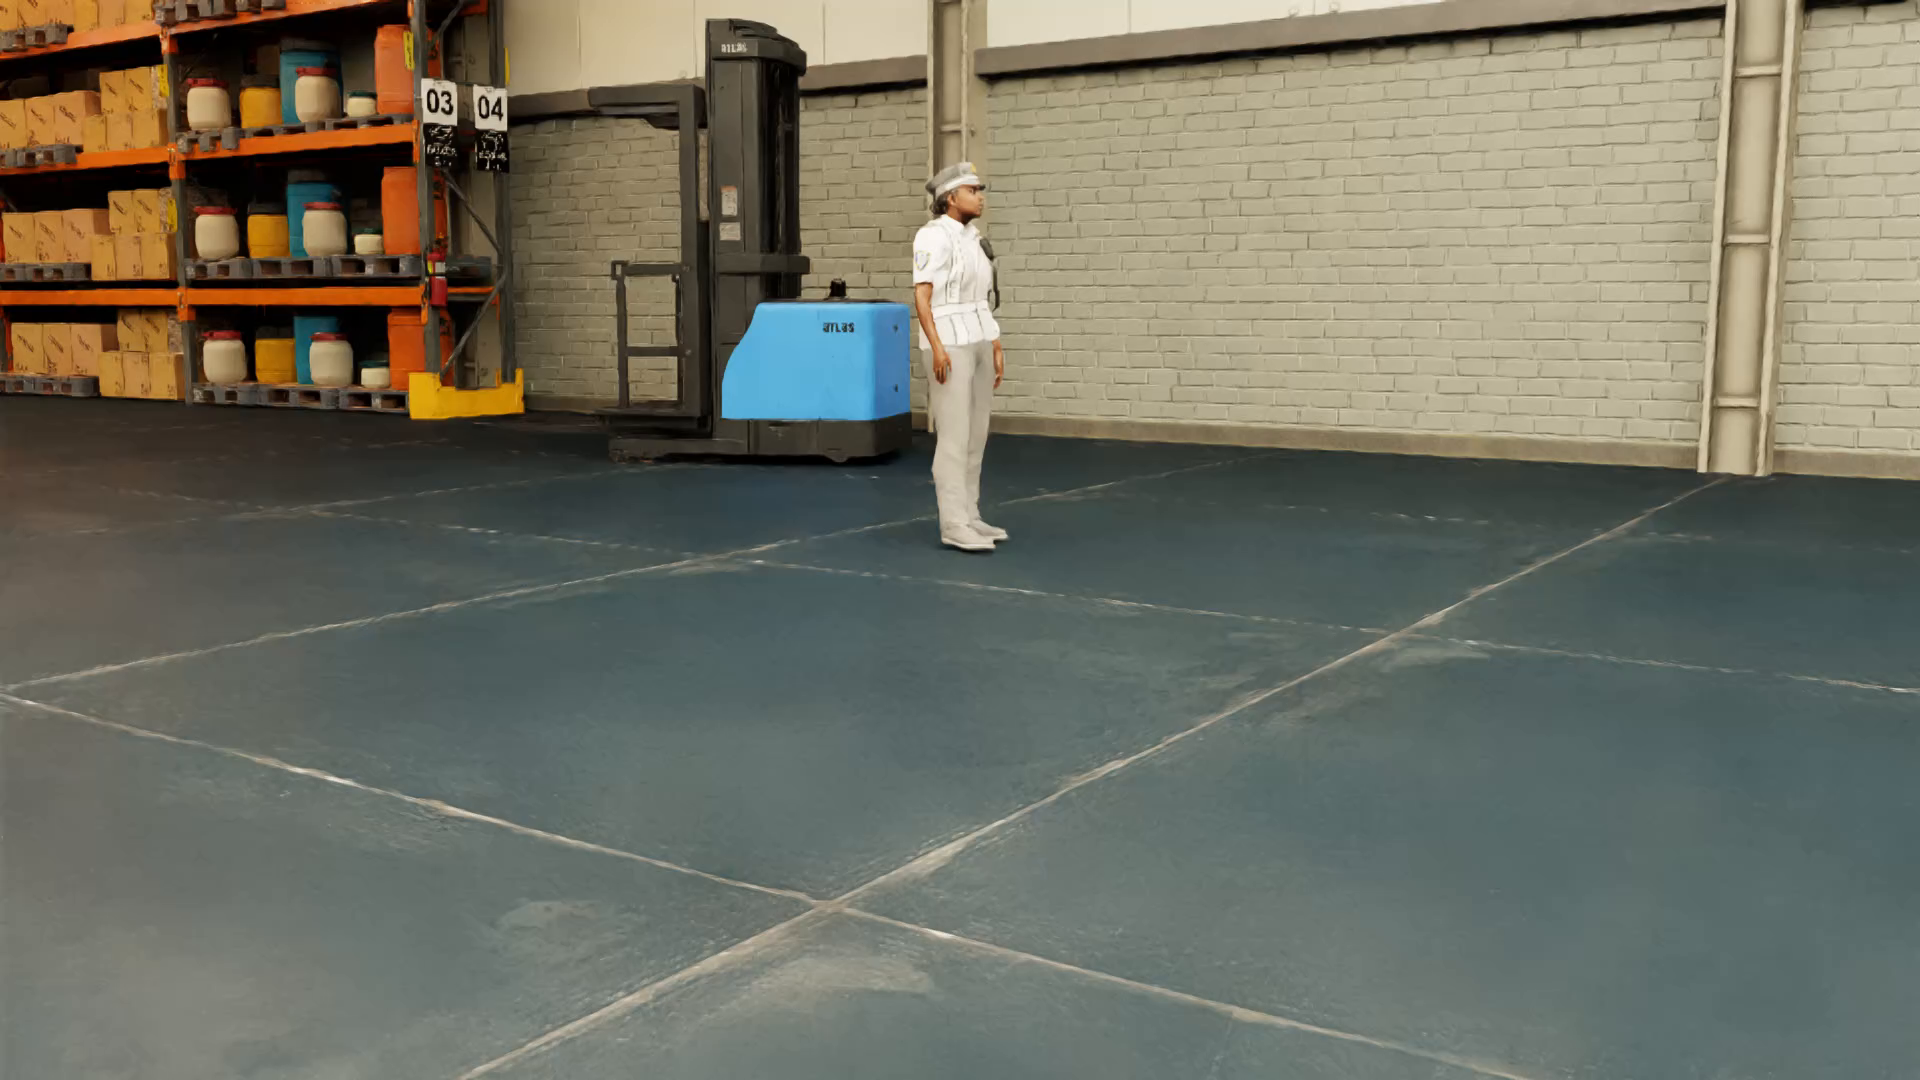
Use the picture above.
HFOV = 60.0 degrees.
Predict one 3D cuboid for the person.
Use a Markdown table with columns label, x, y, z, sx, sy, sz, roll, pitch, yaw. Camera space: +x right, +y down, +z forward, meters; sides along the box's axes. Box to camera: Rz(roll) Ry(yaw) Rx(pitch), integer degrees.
| label | x | y | z | sx | sy | sz | roll | pitch | yaw |
| --- | --- | --- | --- | --- | --- | --- | --- | --- | --- |
| person | 0.051 | -0.837 | 7.426 | 0.529 | 1.693 | 0.570 | 5 | 10 | 34 |

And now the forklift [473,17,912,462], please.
| label | x | y | z | sx | sy | sz | roll | pitch | yaw |
| --- | --- | --- | --- | --- | --- | --- | --- | --- | --- |
| forklift | -1.917 | -2.051 | 11.617 | 3.031 | 2.935 | 1.130 | 2 | 8 | 14 |
